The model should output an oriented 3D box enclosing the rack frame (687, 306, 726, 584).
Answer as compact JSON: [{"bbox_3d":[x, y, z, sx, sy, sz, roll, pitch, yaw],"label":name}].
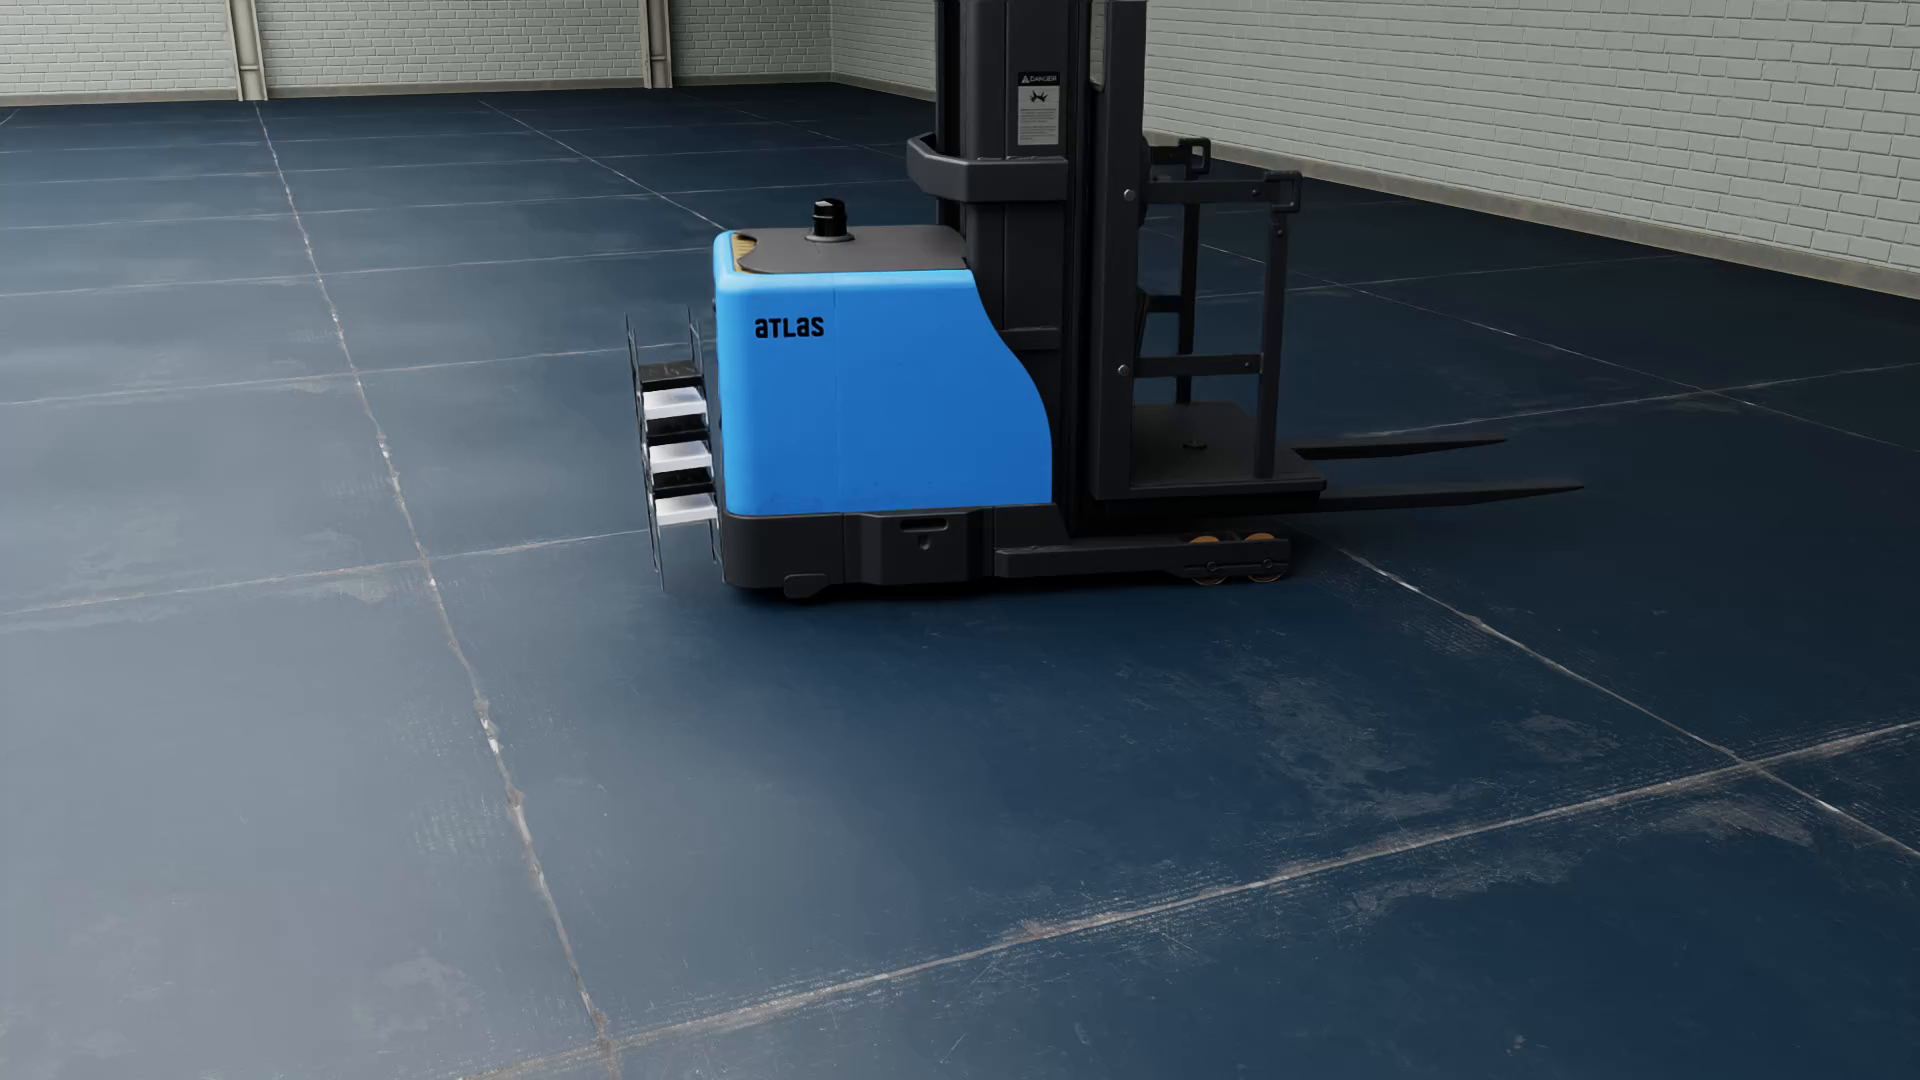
[{"bbox_3d":[-0.842,-0.312,5.526,0.006,0.900,0.240,-8,21,-15],"label":"rack frame"}]

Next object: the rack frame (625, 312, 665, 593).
[{"bbox_3d":[-1.037,-0.284,5.473,0.006,0.900,0.240,-8,21,-15],"label":"rack frame"}]

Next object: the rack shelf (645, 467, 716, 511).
[{"bbox_3d":[-0.934,-0.182,5.542,0.200,0.077,0.258,-8,21,-15],"label":"rack shelf"}]

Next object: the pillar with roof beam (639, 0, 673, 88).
[{"bbox_3d":[-3.109,-10.155,21.313,0.400,9.000,9.100,-8,21,-22],"label":"pillar with roof beam"}]

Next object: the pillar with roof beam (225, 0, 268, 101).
[{"bbox_3d":[-8.619,-9.365,19.071,0.400,9.000,9.100,-8,21,-22],"label":"pillar with roof beam"}]

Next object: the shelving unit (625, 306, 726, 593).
[{"bbox_3d":[-0.939,-0.298,5.499,0.210,0.900,0.258,-8,21,-15],"label":"shelving unit"}]

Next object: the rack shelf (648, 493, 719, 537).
[{"bbox_3d":[-0.930,-0.098,5.573,0.200,0.077,0.258,-8,21,-15],"label":"rack shelf"}]

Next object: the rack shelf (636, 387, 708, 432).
[{"bbox_3d":[-0.946,-0.436,5.449,0.200,0.077,0.258,-8,21,-15],"label":"rack shelf"}]

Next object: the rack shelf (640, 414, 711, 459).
[{"bbox_3d":[-0.942,-0.351,5.480,0.200,0.077,0.258,-8,21,-15],"label":"rack shelf"}]

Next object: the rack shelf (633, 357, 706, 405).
[{"bbox_3d":[-0.950,-0.520,5.418,0.200,0.077,0.258,-8,21,-15],"label":"rack shelf"}]

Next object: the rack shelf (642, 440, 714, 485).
[{"bbox_3d":[-0.938,-0.267,5.511,0.200,0.077,0.258,-8,21,-15],"label":"rack shelf"}]

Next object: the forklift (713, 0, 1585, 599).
[{"bbox_3d":[0.672,-1.399,5.582,3.031,2.935,1.130,-3,20,-8],"label":"forklift"}]
